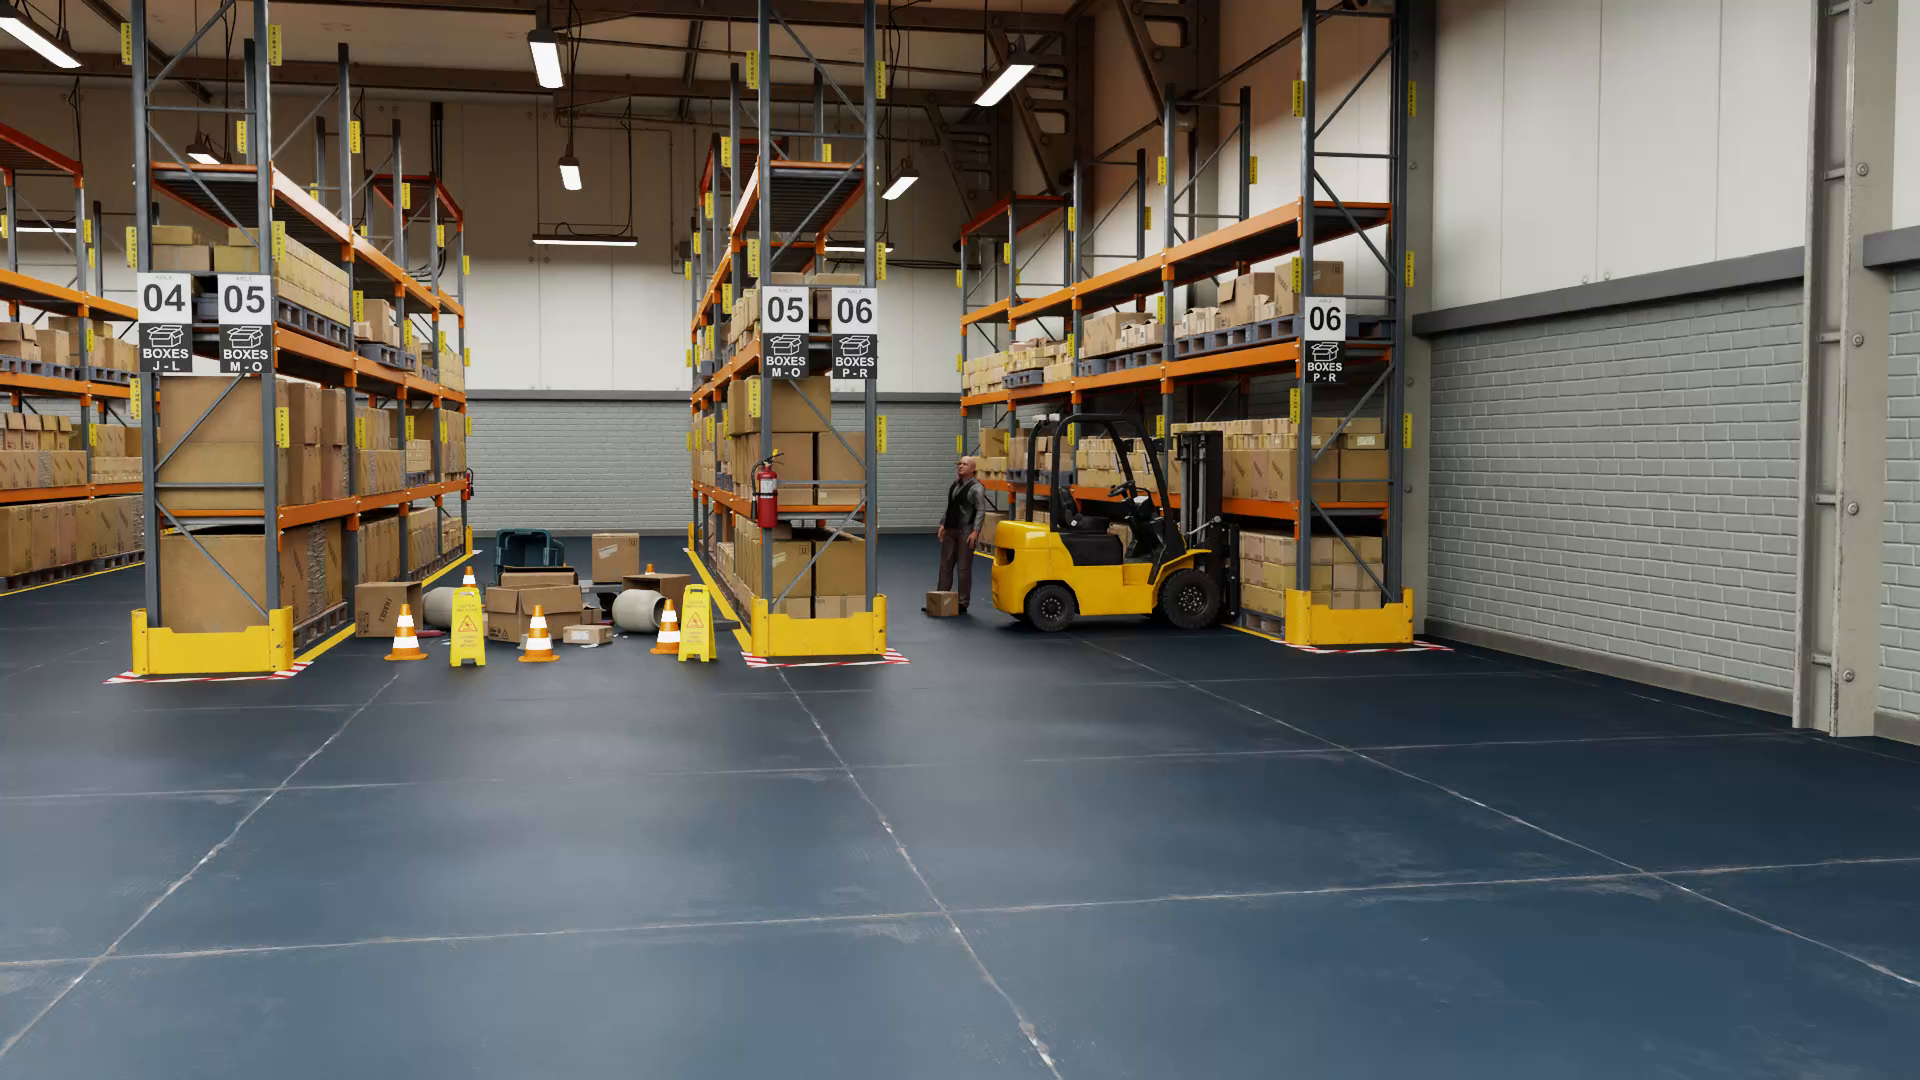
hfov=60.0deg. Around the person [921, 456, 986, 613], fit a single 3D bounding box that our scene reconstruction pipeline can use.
[{"bbox_3d":[-0.041,-0.057,18.260,0.567,1.721,0.633,-3,4,-40],"label":"person"}]
